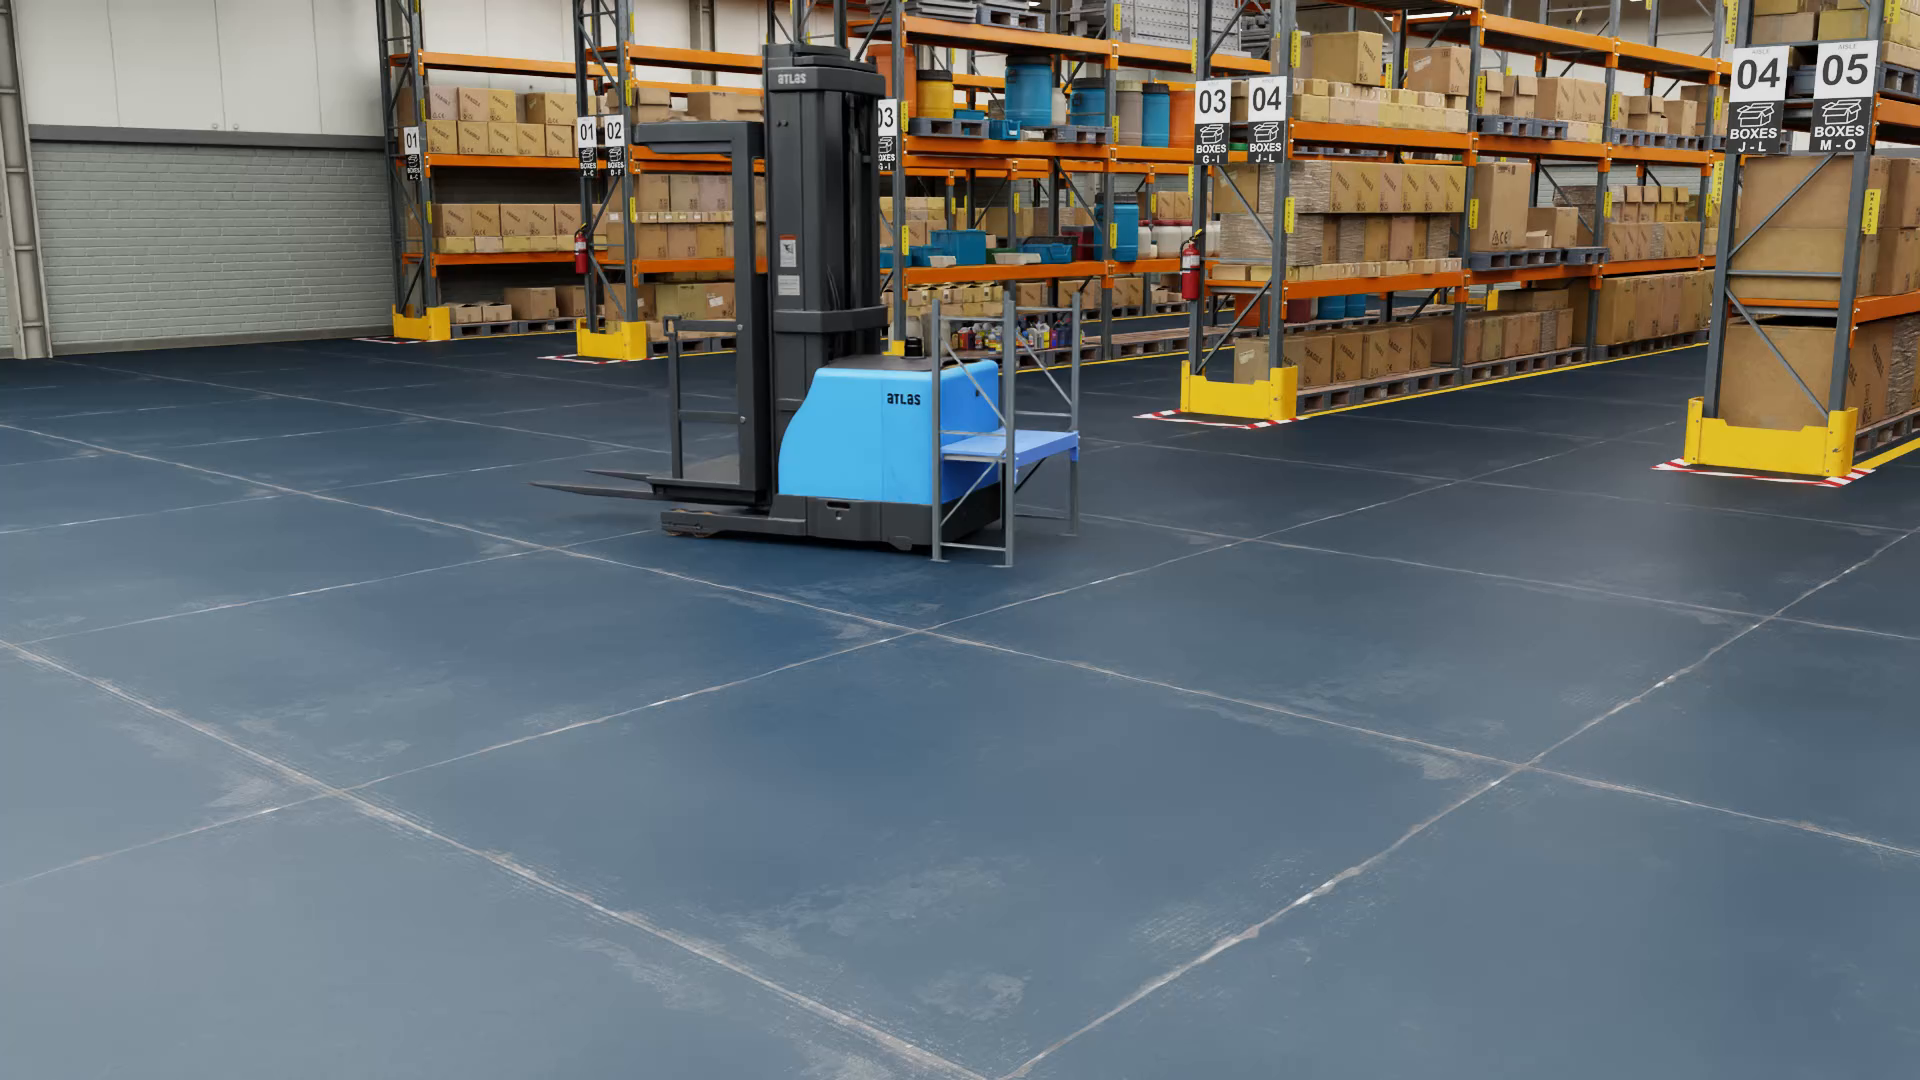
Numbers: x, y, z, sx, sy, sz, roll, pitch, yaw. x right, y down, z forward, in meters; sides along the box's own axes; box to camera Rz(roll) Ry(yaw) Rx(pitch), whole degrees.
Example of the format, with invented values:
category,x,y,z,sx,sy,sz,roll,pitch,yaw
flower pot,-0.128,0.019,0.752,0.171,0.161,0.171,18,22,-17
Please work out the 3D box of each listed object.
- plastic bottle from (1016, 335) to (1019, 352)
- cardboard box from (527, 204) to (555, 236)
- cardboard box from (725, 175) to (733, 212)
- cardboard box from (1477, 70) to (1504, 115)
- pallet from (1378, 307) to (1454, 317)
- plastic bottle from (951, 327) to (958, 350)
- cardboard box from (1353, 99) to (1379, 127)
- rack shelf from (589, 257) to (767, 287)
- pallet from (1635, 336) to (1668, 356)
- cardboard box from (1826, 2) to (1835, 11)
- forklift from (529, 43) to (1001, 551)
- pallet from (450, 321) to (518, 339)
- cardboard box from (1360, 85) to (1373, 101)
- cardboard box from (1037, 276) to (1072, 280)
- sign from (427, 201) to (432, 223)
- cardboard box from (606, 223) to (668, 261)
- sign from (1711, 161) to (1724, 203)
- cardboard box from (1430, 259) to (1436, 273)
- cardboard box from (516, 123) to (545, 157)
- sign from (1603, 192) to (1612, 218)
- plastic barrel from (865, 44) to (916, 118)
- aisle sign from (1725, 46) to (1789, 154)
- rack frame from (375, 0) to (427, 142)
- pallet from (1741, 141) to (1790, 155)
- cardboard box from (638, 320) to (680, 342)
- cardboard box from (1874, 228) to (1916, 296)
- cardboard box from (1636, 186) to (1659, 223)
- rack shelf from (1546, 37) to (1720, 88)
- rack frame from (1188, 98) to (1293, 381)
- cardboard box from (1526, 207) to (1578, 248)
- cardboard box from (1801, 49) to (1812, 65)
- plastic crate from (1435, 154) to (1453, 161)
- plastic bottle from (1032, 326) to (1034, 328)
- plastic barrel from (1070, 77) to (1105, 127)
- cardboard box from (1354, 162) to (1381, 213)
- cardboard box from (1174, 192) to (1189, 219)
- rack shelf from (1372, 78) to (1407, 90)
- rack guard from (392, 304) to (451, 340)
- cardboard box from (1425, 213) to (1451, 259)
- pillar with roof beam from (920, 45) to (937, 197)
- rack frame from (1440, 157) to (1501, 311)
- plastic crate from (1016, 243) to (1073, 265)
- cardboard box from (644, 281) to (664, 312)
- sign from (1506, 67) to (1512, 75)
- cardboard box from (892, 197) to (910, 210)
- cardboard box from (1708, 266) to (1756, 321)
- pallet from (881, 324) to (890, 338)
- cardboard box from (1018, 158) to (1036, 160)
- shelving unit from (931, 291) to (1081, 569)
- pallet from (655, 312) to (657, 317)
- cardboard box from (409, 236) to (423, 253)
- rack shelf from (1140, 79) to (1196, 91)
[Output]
category,x,y,z,sx,sy,sz,roll,pitch,yaw
plastic bottle,0.691,-2.512,20.972,0.097,0.271,0.097,0,11,0
cardboard box,-6.922,-5.183,26.919,0.500,0.500,0.500,10,15,42
cardboard box,-3.392,-4.970,23.866,0.700,0.500,0.500,10,15,40
cardboard box,5.713,-5.074,18.965,0.797,0.503,0.637,9,14,38
pallet,8.151,-4.034,29.870,1.003,0.211,1.213,10,15,40
plastic bottle,-0.086,-2.573,21.245,0.061,0.283,0.133,10,15,42
cardboard box,3.866,-4.286,16.736,0.500,0.250,0.500,10,15,40
rack shelf,-3.430,-3.925,24.040,1.077,0.370,4.000,10,15,40
pallet,9.352,-2.797,23.674,1.003,0.211,1.213,10,15,40
cardboard box,6.820,-4.246,13.429,0.380,0.149,0.250,10,15,41
forklift,-1.311,-1.536,10.421,3.031,2.935,1.130,5,12,22
pallet,-7.861,-3.382,26.605,1.003,0.211,1.213,10,15,40
cardboard box,3.928,-4.493,16.752,0.380,0.149,0.250,9,14,38
cardboard box,1.678,-4.846,30.159,0.500,0.250,0.500,9,15,39
sign,-8.066,-4.978,25.265,0.100,0.325,0.005,10,15,40
cardboard box,-4.433,-4.099,22.822,0.700,0.500,0.500,10,15,40
sign,5.949,-2.802,13.021,0.100,0.325,0.005,10,15,40
cardboard box,5.025,-3.033,18.380,0.380,0.149,0.250,10,15,40
cardboard box,-7.007,-6.403,26.646,0.500,0.500,0.500,11,16,44
sign,8.383,-4.339,21.524,0.100,0.325,0.005,10,15,40
plastic barrel,-0.807,-5.318,19.351,0.600,0.830,0.708,10,15,40
aisle sign,6.075,-3.349,12.684,0.394,0.787,0.004,10,15,40
rack frame,-8.474,-7.565,25.113,1.000,3.000,0.127,10,15,40
pallet,12.768,-6.373,27.029,1.003,0.211,1.213,10,15,40
cardboard box,-4.229,-2.891,22.976,0.500,0.250,0.500,10,15,40
cardboard box,7.369,-2.330,13.835,0.875,0.550,0.550,10,15,40
cardboard box,9.334,-4.721,23.371,0.797,0.503,0.637,10,15,42
rack shelf,9.289,-6.566,22.970,1.077,0.370,4.000,10,15,40
rack frame,2.688,-2.702,16.081,1.000,3.000,0.127,10,15,40
cardboard box,7.349,-3.954,21.024,0.500,0.500,0.700,-9,15,-39
cardboard box,6.479,-3.778,13.125,0.380,0.149,0.250,10,15,41
plastic crate,8.352,-6.702,29.123,0.437,0.136,0.530,10,15,40
plastic bottle,0.966,-2.616,21.464,0.061,0.283,0.133,10,15,40
plastic barrel,1.781,-5.751,22.406,0.600,0.901,0.708,10,15,40
cardboard box,3.920,-3.579,16.906,0.500,0.500,0.500,10,15,40
cardboard box,4.033,-6.397,31.774,0.500,0.500,0.500,9,15,39
rack shelf,8.209,-7.795,29.122,1.077,0.370,4.000,10,15,40
rack guard,-8.424,-3.409,26.001,1.175,0.500,0.348,10,15,40
cardboard box,4.985,-3.427,18.697,0.875,0.500,0.500,10,15,40
pillar with roof beam,2.493,-8.989,32.241,9.100,9.000,0.548,10,15,40
rack frame,9.530,-5.696,31.073,1.000,3.000,0.127,10,15,40
plastic crate,1.082,-3.660,21.258,0.499,0.251,0.616,10,15,40
cardboard box,-5.360,-4.312,29.402,0.700,0.500,0.500,10,15,42
sign,9.953,-8.411,30.173,0.100,0.325,0.005,10,15,40
cardboard box,-1.350,-6.710,33.170,0.500,0.250,0.500,10,15,41
cardboard box,12.287,-3.982,26.841,0.875,0.875,0.875,10,15,40
pallet,-1.653,-3.318,26.284,1.003,0.211,1.213,10,15,40
cardboard box,0.793,-6.749,28.429,0.910,0.500,0.500,10,15,40
shelving unit,0.286,-0.685,9.812,0.538,1.500,1.048,5,12,24
pallet,-5.321,-3.959,29.495,1.003,0.211,1.213,10,15,40
cardboard box,-8.311,-4.653,26.183,0.500,0.250,0.500,10,15,41
rack shelf,4.491,-8.631,32.293,1.077,0.370,4.000,10,15,40
